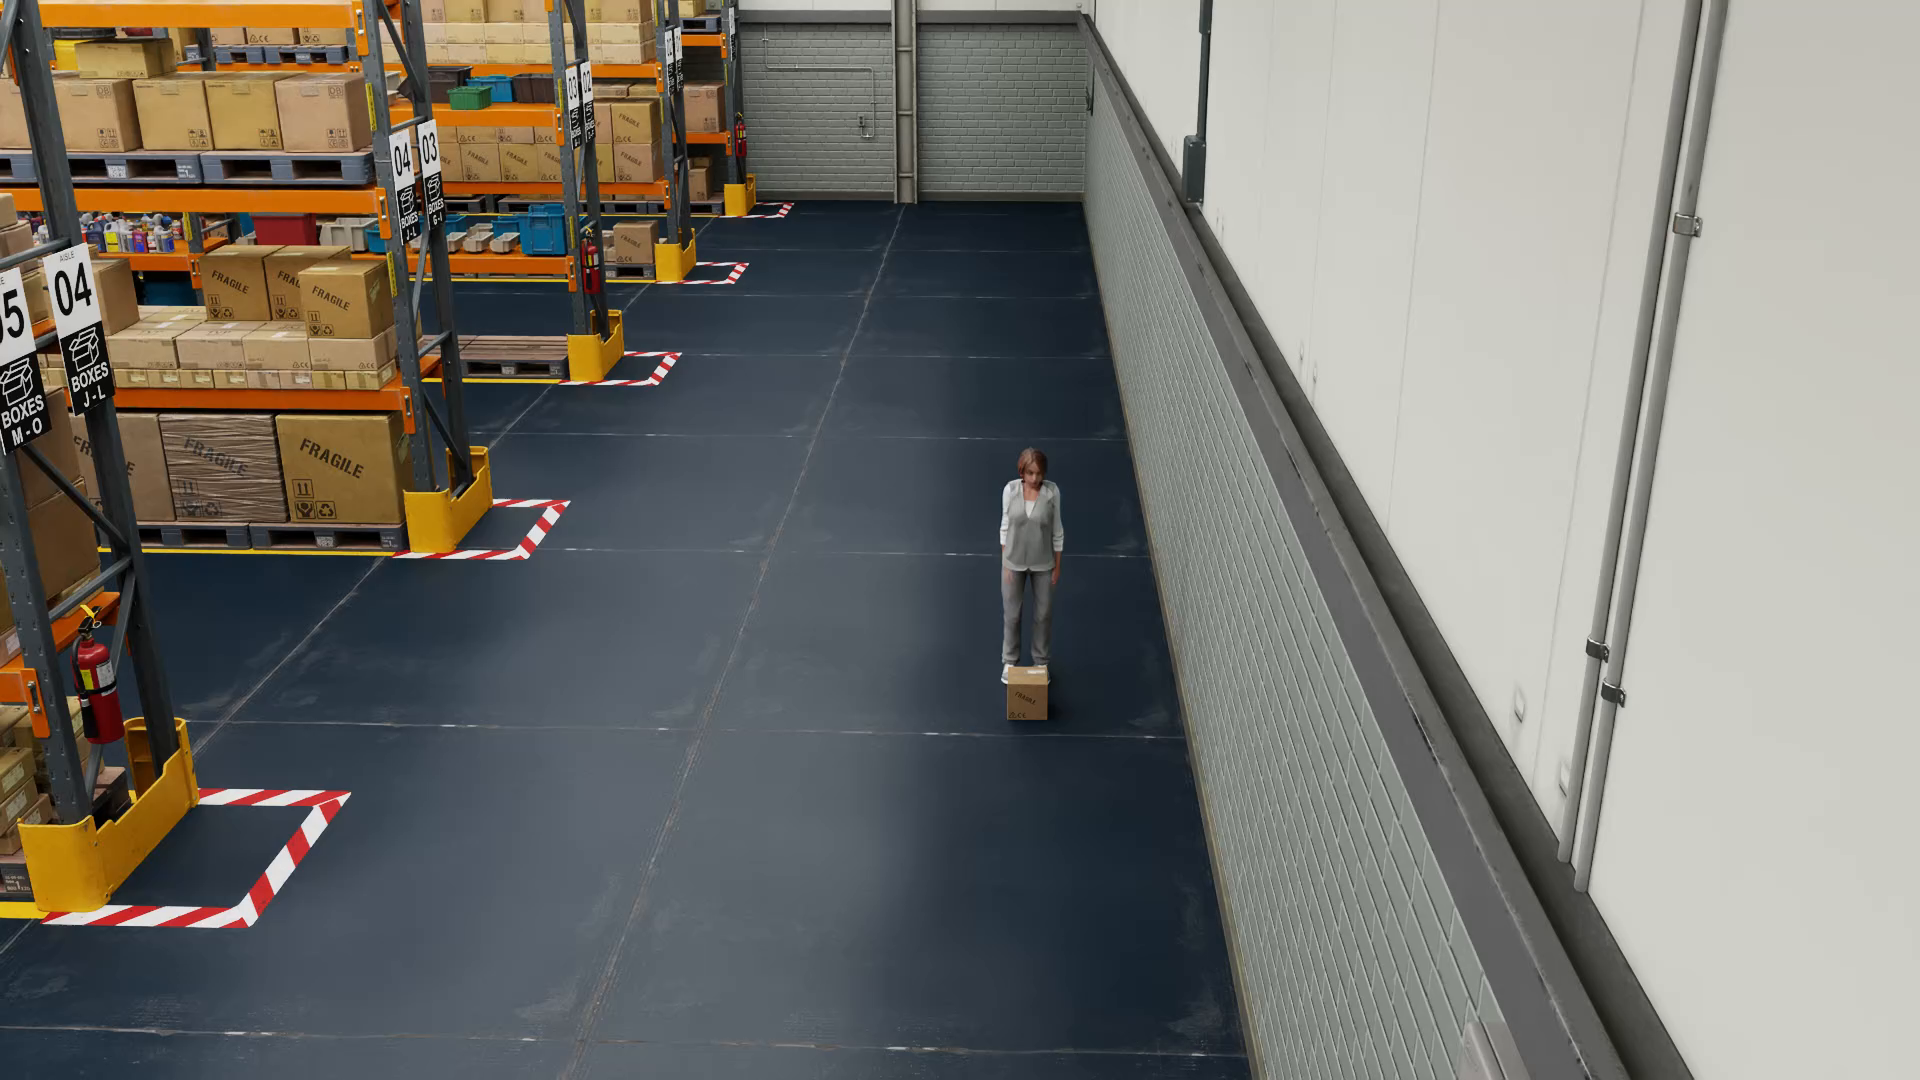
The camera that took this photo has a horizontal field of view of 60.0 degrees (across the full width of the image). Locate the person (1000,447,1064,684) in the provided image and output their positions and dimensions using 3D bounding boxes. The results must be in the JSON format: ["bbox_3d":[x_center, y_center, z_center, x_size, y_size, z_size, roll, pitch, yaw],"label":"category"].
[{"bbox_3d":[0.460,0.169,10.671,0.406,1.591,0.305,1,21,3],"label":"person"}]
